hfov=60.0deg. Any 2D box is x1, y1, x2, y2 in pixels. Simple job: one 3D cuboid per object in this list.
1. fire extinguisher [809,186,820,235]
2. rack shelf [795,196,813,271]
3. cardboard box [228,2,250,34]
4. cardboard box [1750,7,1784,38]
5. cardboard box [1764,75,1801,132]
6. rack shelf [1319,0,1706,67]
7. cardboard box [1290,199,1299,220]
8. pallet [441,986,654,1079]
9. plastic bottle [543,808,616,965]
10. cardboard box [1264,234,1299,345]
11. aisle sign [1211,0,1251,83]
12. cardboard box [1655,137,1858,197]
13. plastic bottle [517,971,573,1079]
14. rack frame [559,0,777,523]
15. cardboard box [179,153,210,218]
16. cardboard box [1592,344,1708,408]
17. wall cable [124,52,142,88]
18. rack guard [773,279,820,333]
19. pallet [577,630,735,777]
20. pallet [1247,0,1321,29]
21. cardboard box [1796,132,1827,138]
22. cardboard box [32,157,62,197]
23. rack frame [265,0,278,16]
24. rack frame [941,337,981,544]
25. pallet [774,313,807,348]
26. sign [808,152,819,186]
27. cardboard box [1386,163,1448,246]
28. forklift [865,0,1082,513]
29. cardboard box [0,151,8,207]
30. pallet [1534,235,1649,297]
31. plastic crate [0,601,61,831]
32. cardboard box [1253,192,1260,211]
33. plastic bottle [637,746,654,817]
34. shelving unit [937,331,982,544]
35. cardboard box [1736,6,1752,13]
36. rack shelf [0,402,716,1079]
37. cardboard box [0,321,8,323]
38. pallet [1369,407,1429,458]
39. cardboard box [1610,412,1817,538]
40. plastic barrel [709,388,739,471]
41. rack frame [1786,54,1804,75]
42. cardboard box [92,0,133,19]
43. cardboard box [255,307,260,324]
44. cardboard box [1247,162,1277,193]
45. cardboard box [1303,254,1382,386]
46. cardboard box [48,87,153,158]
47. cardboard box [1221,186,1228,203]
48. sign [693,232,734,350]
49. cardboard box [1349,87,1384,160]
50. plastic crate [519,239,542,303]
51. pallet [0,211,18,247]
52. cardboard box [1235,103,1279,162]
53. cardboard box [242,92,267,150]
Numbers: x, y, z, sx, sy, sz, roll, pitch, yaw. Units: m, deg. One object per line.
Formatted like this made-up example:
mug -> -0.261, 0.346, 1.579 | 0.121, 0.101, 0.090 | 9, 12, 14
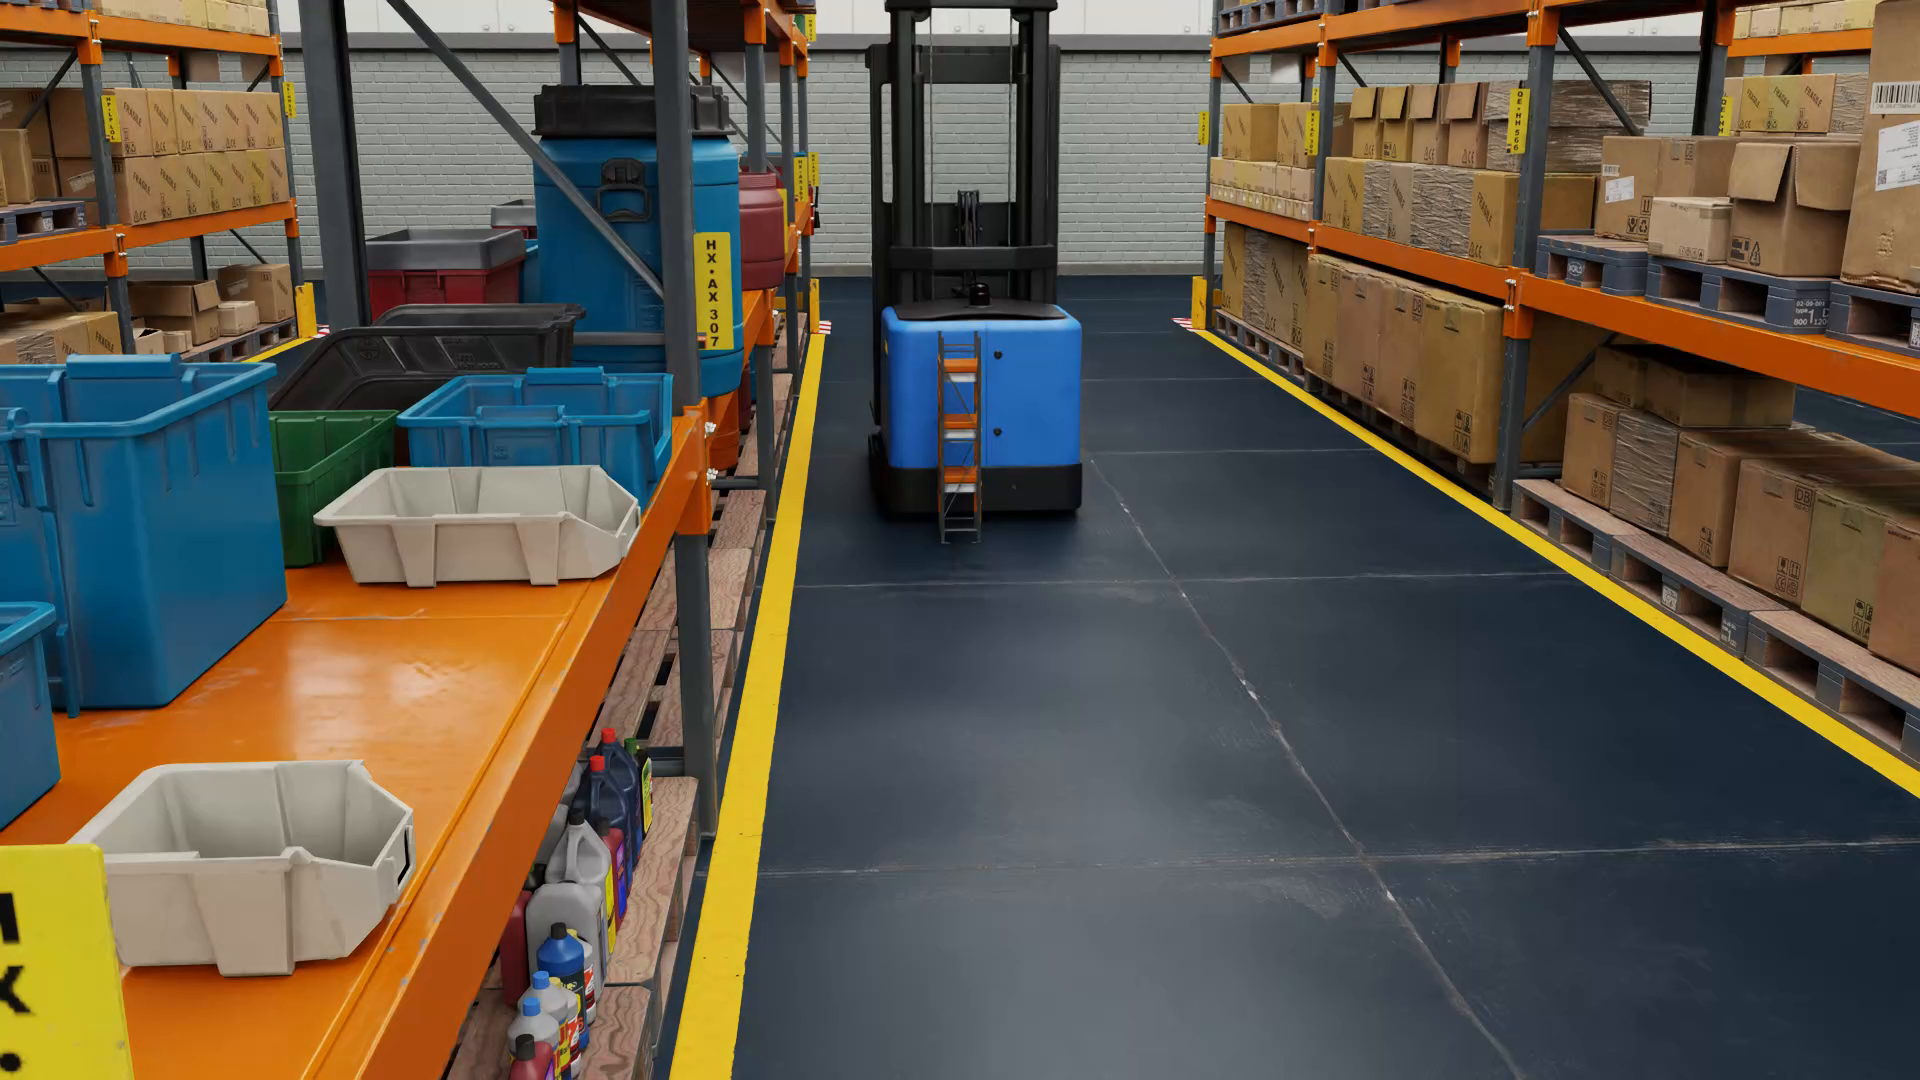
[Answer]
fire extinguisher -> -1.538, -3.367, 16.495 | 0.296, 0.674, 0.183 | -1, 14, -3
rack shelf -> -1.859, -2.694, 14.423 | 1.077, 0.370, 4.000 | -1, 14, -3
cardboard box -> -6.612, -4.597, 14.653 | 0.500, 0.250, 0.500 | -1, 14, -3
cardboard box -> 7.718, -4.802, 15.450 | 0.500, 0.250, 0.500 | 0, 14, -2
cardboard box -> 7.728, -3.974, 15.148 | 0.500, 0.500, 0.500 | -1, 14, -5
rack shelf -> 3.333, -3.229, 10.480 | 1.077, 0.370, 4.000 | -1, 14, -3
cardboard box -> 2.847, -2.635, 13.253 | 0.380, 0.149, 0.250 | -1, 14, -2
pallet -> -1.161, 1.266, 3.181 | 1.003, 0.211, 1.213 | -1, 14, -3
plastic bottle -> -0.880, 0.798, 3.839 | 0.144, 0.351, 0.185 | -1, 14, -4
cardboard box -> 3.192, -2.186, 14.422 | 0.875, 0.875, 0.875 | -1, 14, -3
aisle sign -> 2.657, -4.889, 16.291 | 0.394, 0.787, 0.004 | -1, 14, -3
cardboard box -> 3.664, -1.608, 7.713 | 0.700, 0.500, 0.500 | 1, 14, 5
plastic bottle -> -0.820, 0.981, 3.285 | 0.097, 0.271, 0.097 | 0, 14, 0
rack frame -> -1.487, -1.551, 8.533 | 1.000, 3.000, 0.127 | -1, 14, -3
cardboard box -> -6.502, -2.901, 13.581 | 0.500, 0.500, 0.500 | -1, 14, -4
cardboard box -> 3.528, -0.827, 8.348 | 0.500, 0.250, 0.500 | 0, 14, -1
wall cable -> -11.864, -6.201, 20.800 | 3.097, 2.526, 0.112 | -1, 14, -3
rack guard -> -1.997, -2.335, 16.600 | 1.175, 0.500, 0.348 | -1, 14, -3
pallet -> -1.327, 0.600, 5.771 | 1.003, 0.211, 1.213 | -1, 14, -3
pallet -> 3.096, -4.538, 14.302 | 1.003, 0.211, 1.213 | -1, 14, -3
cardboard box -> 7.784, -3.363, 14.781 | 0.500, 0.500, 0.500 | -1, 14, -5
cardboard box -> -6.966, -2.639, 12.562 | 0.500, 0.500, 0.500 | -1, 14, -3
rack frame -> -6.927, -6.370, 15.225 | 1.000, 3.000, 0.127 | -1, 14, -3
rack frame -> 0.004, -0.491, 8.329 | 0.200, 1.050, 0.008 | -1, 14, -3
pallet -> -1.970, -1.984, 15.814 | 1.003, 0.211, 1.213 | -1, 14, -3
sign -> -1.435, -3.632, 16.295 | 0.100, 0.325, 0.005 | -1, 14, -3
cardboard box -> 3.088, -2.174, 10.756 | 0.500, 0.500, 0.500 | -1, 14, -2
forklift -> 0.005, -1.877, 9.940 | 1.130, 2.935, 3.031 | -1, 14, -5
cardboard box -> -6.767, -2.430, 10.909 | 0.700, 0.500, 0.500 | 1, 14, 5
pallet -> 3.607, -1.359, 8.172 | 1.213, 0.211, 1.003 | -1, 14, -3
plastic crate -> -1.356, 0.229, 1.913 | 0.499, 0.251, 0.408 | -1, 14, -3
cardboard box -> 2.768, -2.954, 14.492 | 0.380, 0.149, 0.250 | -1, 14, -3
plastic bottle -> -0.906, 0.672, 4.629 | 0.097, 0.201, 0.097 | 0, 14, 0
shelving unit -> -0.003, -0.522, 8.447 | 0.215, 1.050, 0.252 | -1, 14, -3
cardboard box -> 7.686, -5.175, 15.896 | 0.500, 0.250, 0.500 | -1, 14, -3
rack shelf -> -1.115, 0.290, 2.823 | 1.077, 0.370, 4.000 | -1, 14, -3
cardboard box -> -6.848, -1.216, 11.366 | 0.500, 0.500, 0.500 | -1, 14, -3
pallet -> 3.410, -0.777, 11.121 | 1.003, 0.211, 1.213 | -1, 14, -3
cardboard box -> 3.565, -0.326, 7.905 | 0.700, 0.500, 0.500 | -2, 15, -8
plastic barrel -> -1.534, -0.824, 9.223 | 0.600, 0.830, 0.708 | -1, 14, -3
rack frame -> 7.917, -3.668, 16.763 | 1.000, 3.000, 0.127 | -1, 14, -3
cardboard box -> -6.462, -3.975, 12.236 | 0.500, 0.250, 0.500 | -1, 14, -3
cardboard box -> -6.712, -2.072, 15.363 | 0.380, 0.166, 0.250 | -1, 14, -3
cardboard box -> 2.825, -3.181, 14.573 | 0.500, 0.250, 0.500 | -1, 14, -5
cardboard box -> 3.268, -1.637, 12.292 | 1.225, 0.875, 0.875 | -1, 14, -3
cardboard box -> -6.427, -3.124, 12.442 | 0.500, 0.500, 0.500 | -1, 14, -2
cardboard box -> 2.687, -3.274, 15.736 | 0.380, 0.149, 0.250 | -1, 14, -5
sign -> -0.689, -0.696, 4.655 | 0.100, 0.325, 0.005 | -1, 14, -3
cardboard box -> 3.256, -2.997, 11.943 | 0.797, 0.503, 0.637 | -1, 14, -5
plastic crate -> -1.618, -0.818, 5.717 | 0.392, 0.384, 0.575 | -1, 14, -3
pallet -> -6.556, -1.866, 10.143 | 1.003, 0.211, 1.213 | -1, 14, -3
cardboard box -> 2.790, -3.675, 14.988 | 0.500, 0.500, 0.500 | -1, 14, -5
cardboard box -> -6.593, -3.765, 14.934 | 0.500, 0.500, 0.500 | 0, 14, -2
